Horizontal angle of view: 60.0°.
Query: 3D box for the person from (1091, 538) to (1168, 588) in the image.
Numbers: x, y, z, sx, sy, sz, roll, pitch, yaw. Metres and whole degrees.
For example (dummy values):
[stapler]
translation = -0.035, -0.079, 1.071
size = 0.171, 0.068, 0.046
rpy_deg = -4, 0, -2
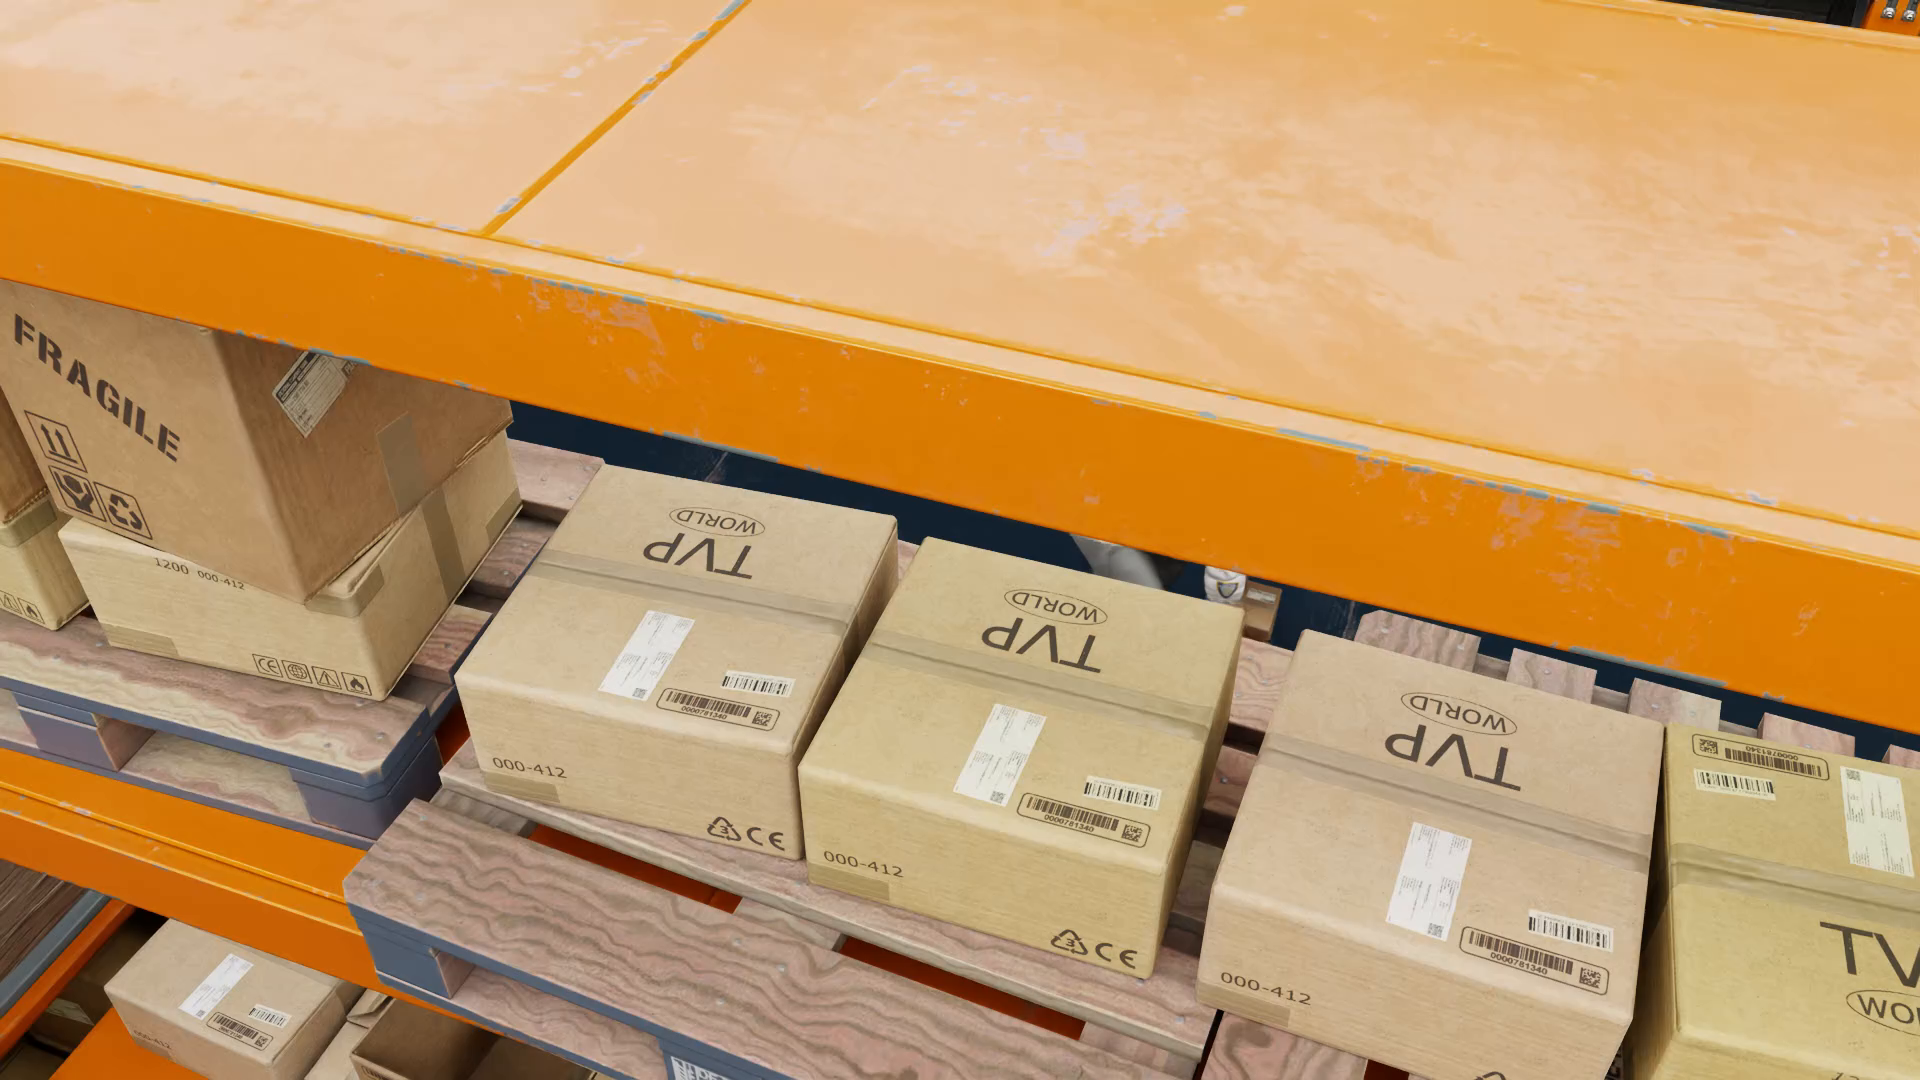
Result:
[person]
translation = 0.660, -0.166, 6.343
size = 0.443, 1.747, 0.596
rpy_deg = 11, 42, 13
